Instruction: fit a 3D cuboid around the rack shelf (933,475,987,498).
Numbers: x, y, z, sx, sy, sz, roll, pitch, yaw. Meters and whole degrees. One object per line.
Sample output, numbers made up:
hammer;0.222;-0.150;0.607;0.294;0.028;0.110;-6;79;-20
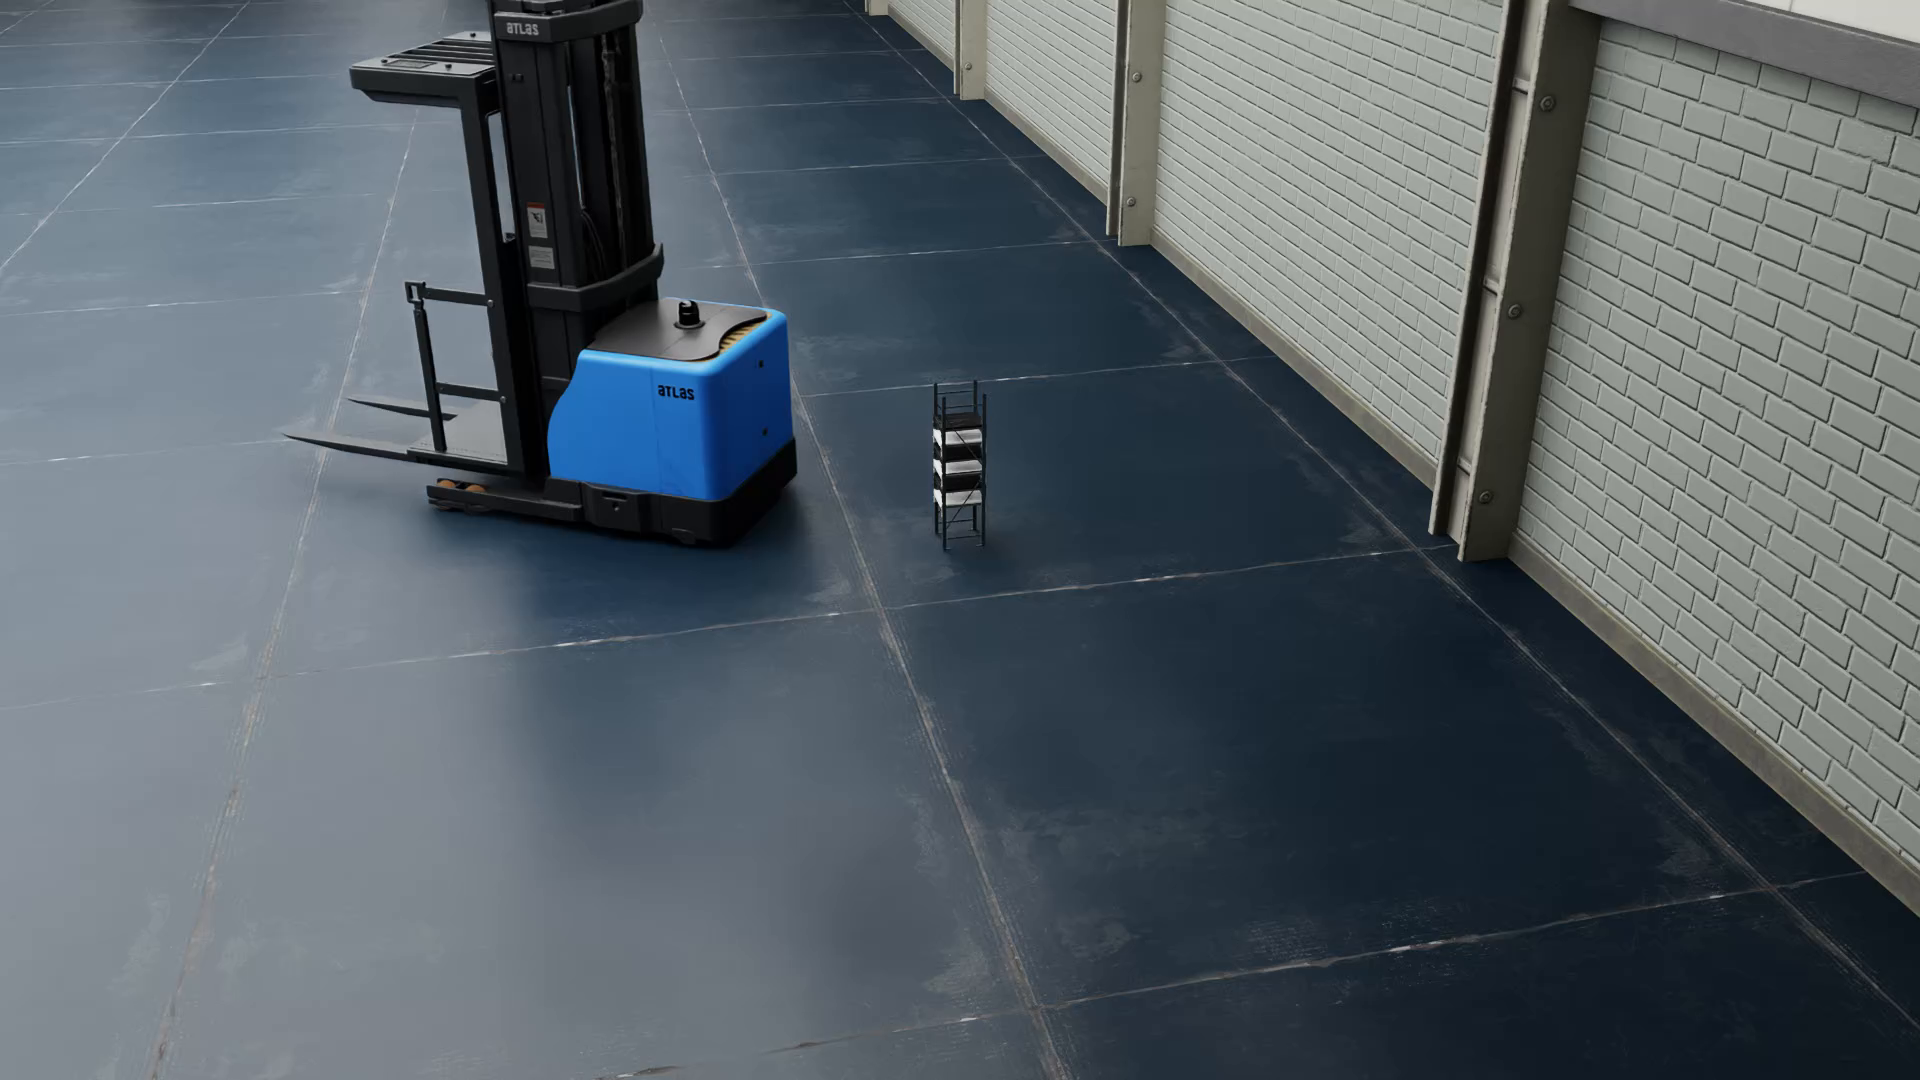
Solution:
rack shelf;-0.002;-0.295;9.110;0.258;0.077;0.200;-6;27;-12

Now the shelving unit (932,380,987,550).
shelving unit;-0.002;-0.405;9.054;0.258;0.900;0.210;-6;27;-12

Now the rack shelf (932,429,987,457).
rack shelf;-0.002;-0.536;8.988;0.258;0.077;0.200;-6;27;-12

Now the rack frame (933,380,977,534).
rack frame;-0.025;-0.450;9.143;0.240;0.900;0.006;-6;27;-12

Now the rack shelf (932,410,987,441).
rack shelf;-0.002;-0.617;8.948;0.258;0.077;0.200;-6;27;-12

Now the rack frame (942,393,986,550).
rack frame;0.021;-0.361;8.966;0.240;0.900;0.006;-6;27;-12

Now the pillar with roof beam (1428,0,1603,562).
pillar with roof beam;-1.368;-3.563;6.321;9.100;9.000;0.400;-6;27;-12

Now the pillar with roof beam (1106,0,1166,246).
pillar with roof beam;-2.721;-6.197;11.540;9.100;9.000;0.400;-6;27;-12

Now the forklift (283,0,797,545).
forklift;-2.541;-1.669;9.303;3.031;2.935;1.130;9;28;17

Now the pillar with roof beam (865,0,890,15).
pillar with roof beam;-5.425;-11.465;21.977;9.100;9.000;0.400;-6;27;-12

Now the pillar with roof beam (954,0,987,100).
pillar with roof beam;-4.073;-8.831;16.759;9.100;9.000;0.400;-6;27;-12

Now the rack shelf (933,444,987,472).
rack shelf;-0.002;-0.456;9.029;0.258;0.077;0.200;-6;27;-12

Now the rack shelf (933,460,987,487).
rack shelf;-0.002;-0.376;9.069;0.258;0.077;0.200;-6;27;-12

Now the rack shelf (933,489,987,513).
rack shelf;-0.002;-0.215;9.150;0.258;0.077;0.200;-6;27;-12
